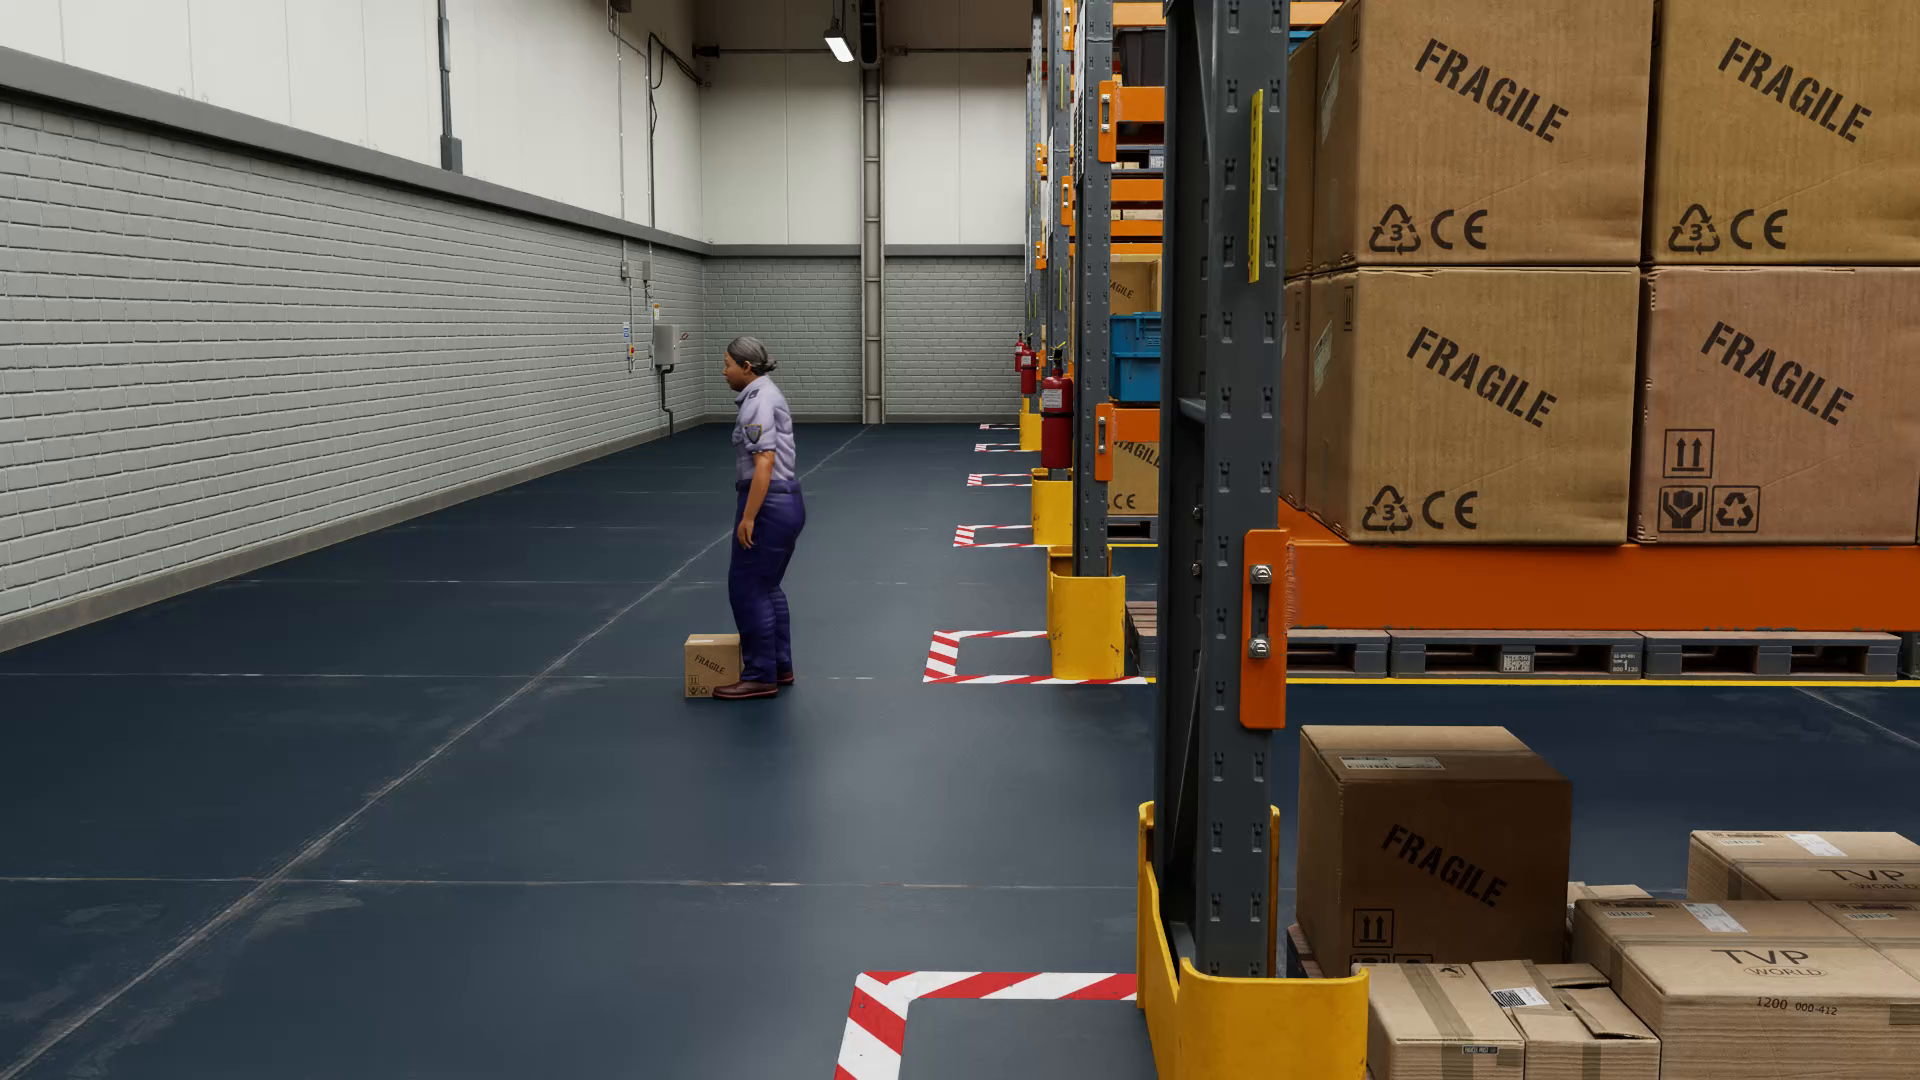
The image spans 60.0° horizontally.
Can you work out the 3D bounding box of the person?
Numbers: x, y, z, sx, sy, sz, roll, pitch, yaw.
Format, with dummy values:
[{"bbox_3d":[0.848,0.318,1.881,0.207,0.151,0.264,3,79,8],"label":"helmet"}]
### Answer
[{"bbox_3d":[-0.927,-0.110,7.663,0.413,1.652,0.538,0,7,2],"label":"person"}]
